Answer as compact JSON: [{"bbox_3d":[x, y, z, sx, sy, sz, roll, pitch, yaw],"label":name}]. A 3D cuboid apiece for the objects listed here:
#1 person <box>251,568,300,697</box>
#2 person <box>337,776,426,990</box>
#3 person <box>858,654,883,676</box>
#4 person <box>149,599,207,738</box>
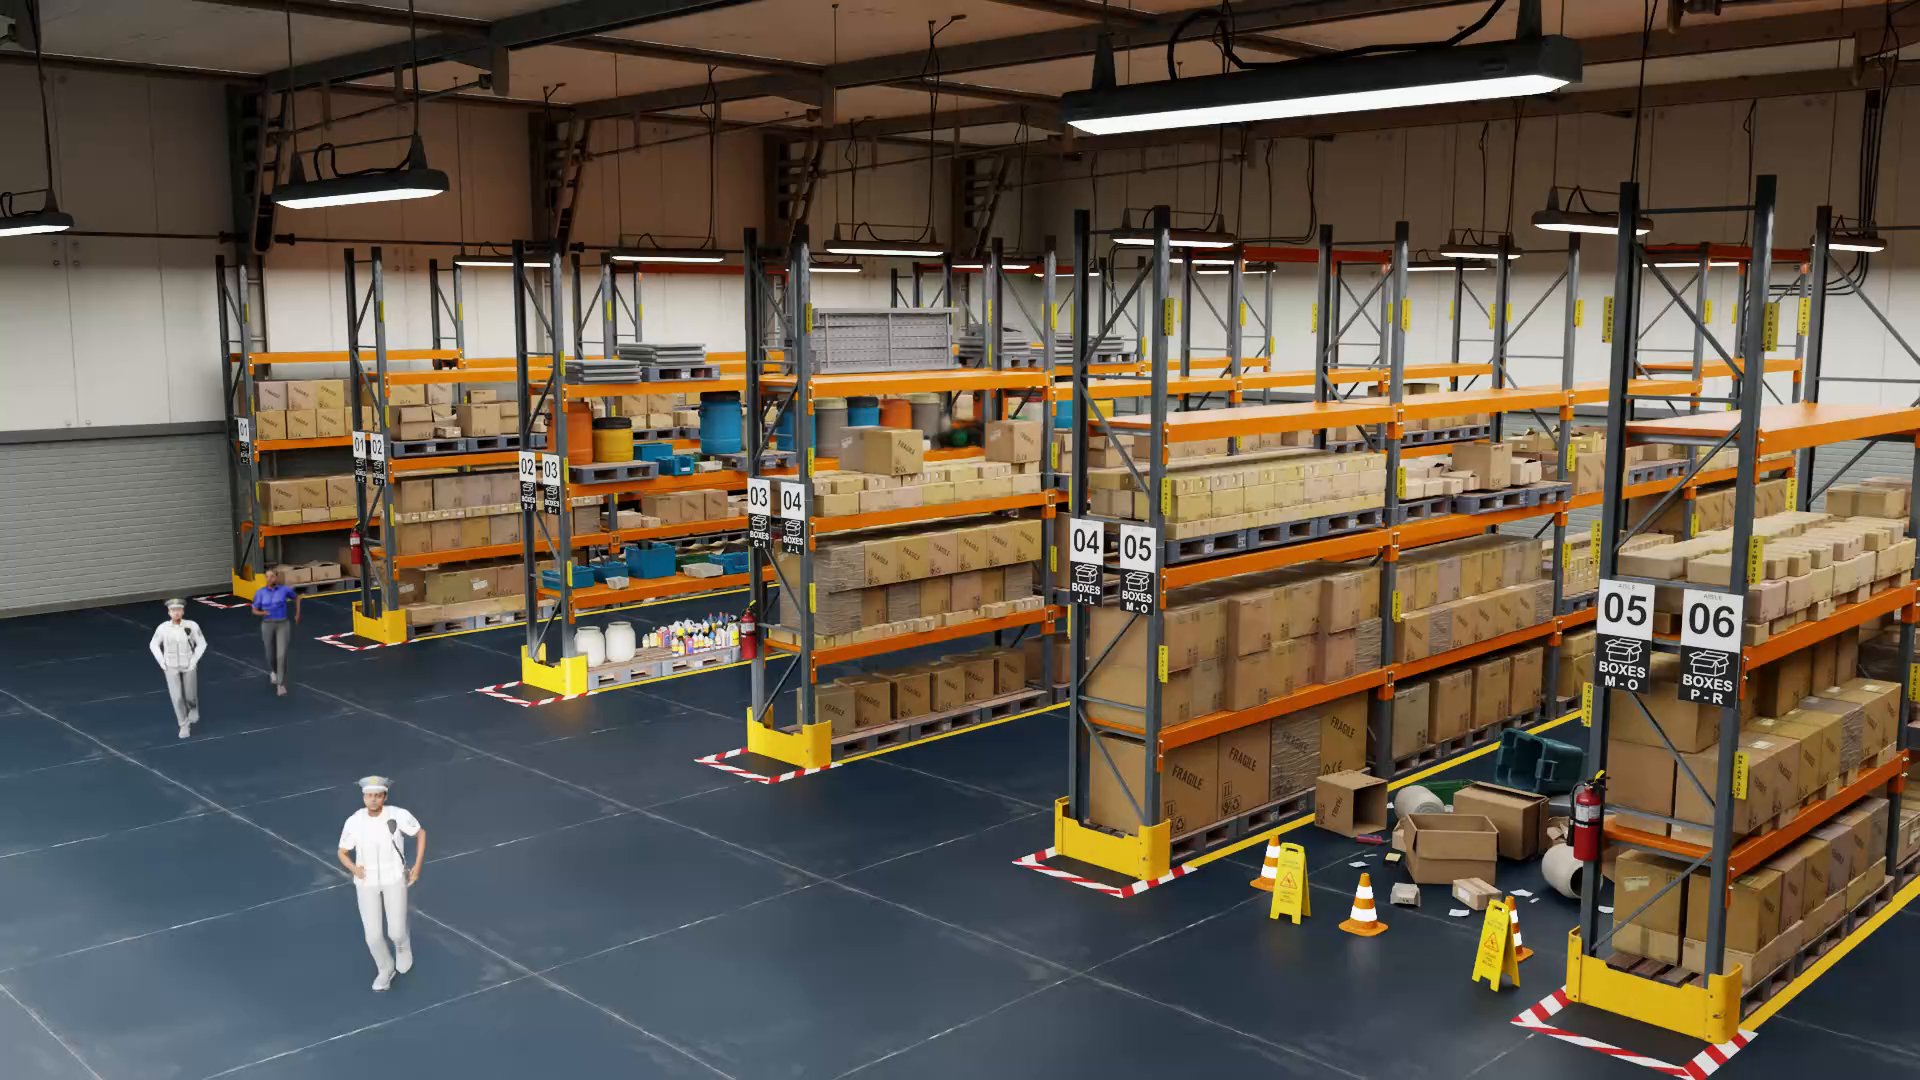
[{"bbox_3d":[-9.142,1.200,22.229,0.587,1.630,0.990,-2,8,-15],"label":"person"},{"bbox_3d":[-4.347,2.584,12.496,0.624,1.671,0.528,-2,8,-13],"label":"person"},{"bbox_3d":[-1.267,1.150,22.353,0.724,1.848,0.757,7,11,40],"label":"person"},{"bbox_3d":[-9.418,1.515,20.064,0.628,1.673,0.586,-3,9,-21],"label":"person"}]
